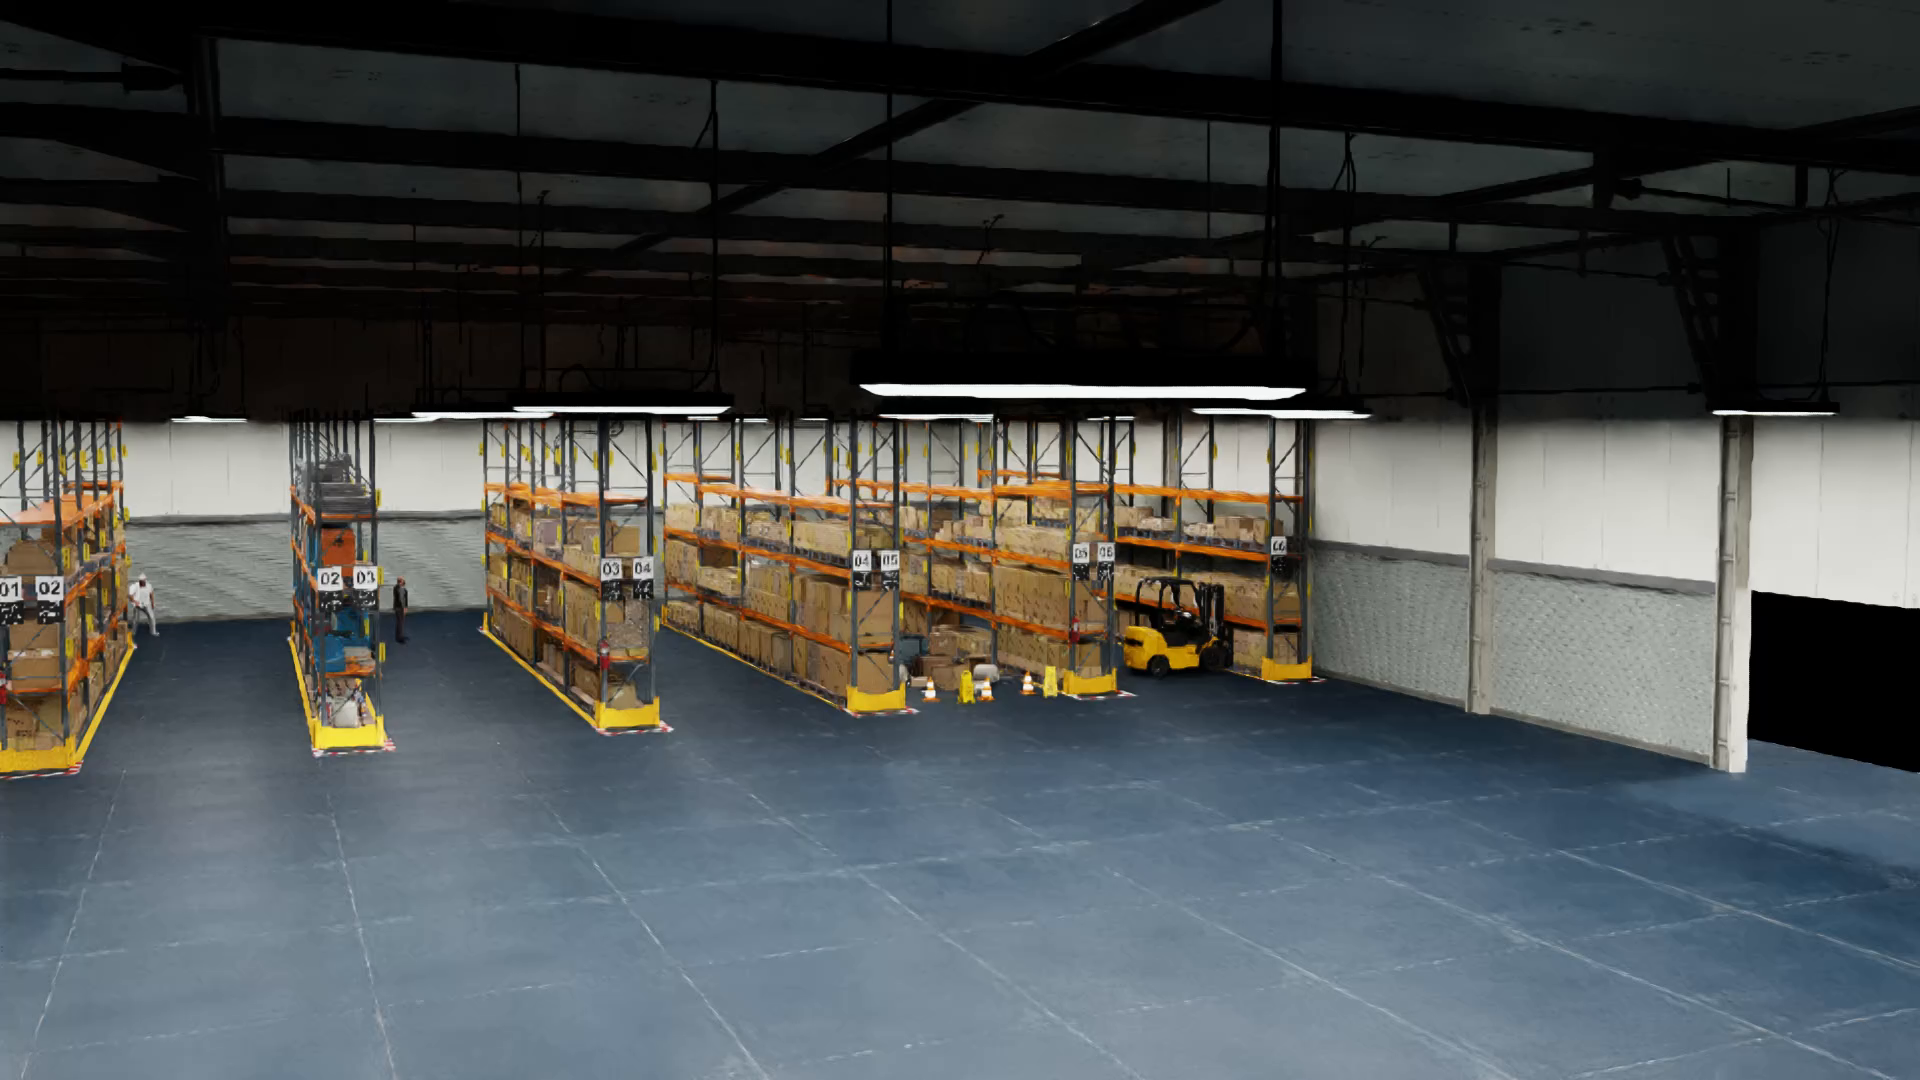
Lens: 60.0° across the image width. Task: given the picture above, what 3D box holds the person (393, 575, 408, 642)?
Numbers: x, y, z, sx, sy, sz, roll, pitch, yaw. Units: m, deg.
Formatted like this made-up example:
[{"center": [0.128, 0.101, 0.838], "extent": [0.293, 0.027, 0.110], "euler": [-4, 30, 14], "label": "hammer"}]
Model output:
[{"center": [-14.674, 1.784, 43.673], "extent": [0.379, 1.732, 0.659], "euler": [-2, 5, -31], "label": "person"}]

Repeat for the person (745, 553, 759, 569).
[{"center": [-6.326, 1.264, 51.131], "extent": [0.697, 1.739, 0.490], "euler": [2, 5, 32], "label": "person"}]

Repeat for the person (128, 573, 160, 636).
[{"center": [-22.010, 1.709, 44.715], "extent": [0.694, 1.647, 0.840], "euler": [-3, 5, -41], "label": "person"}]
